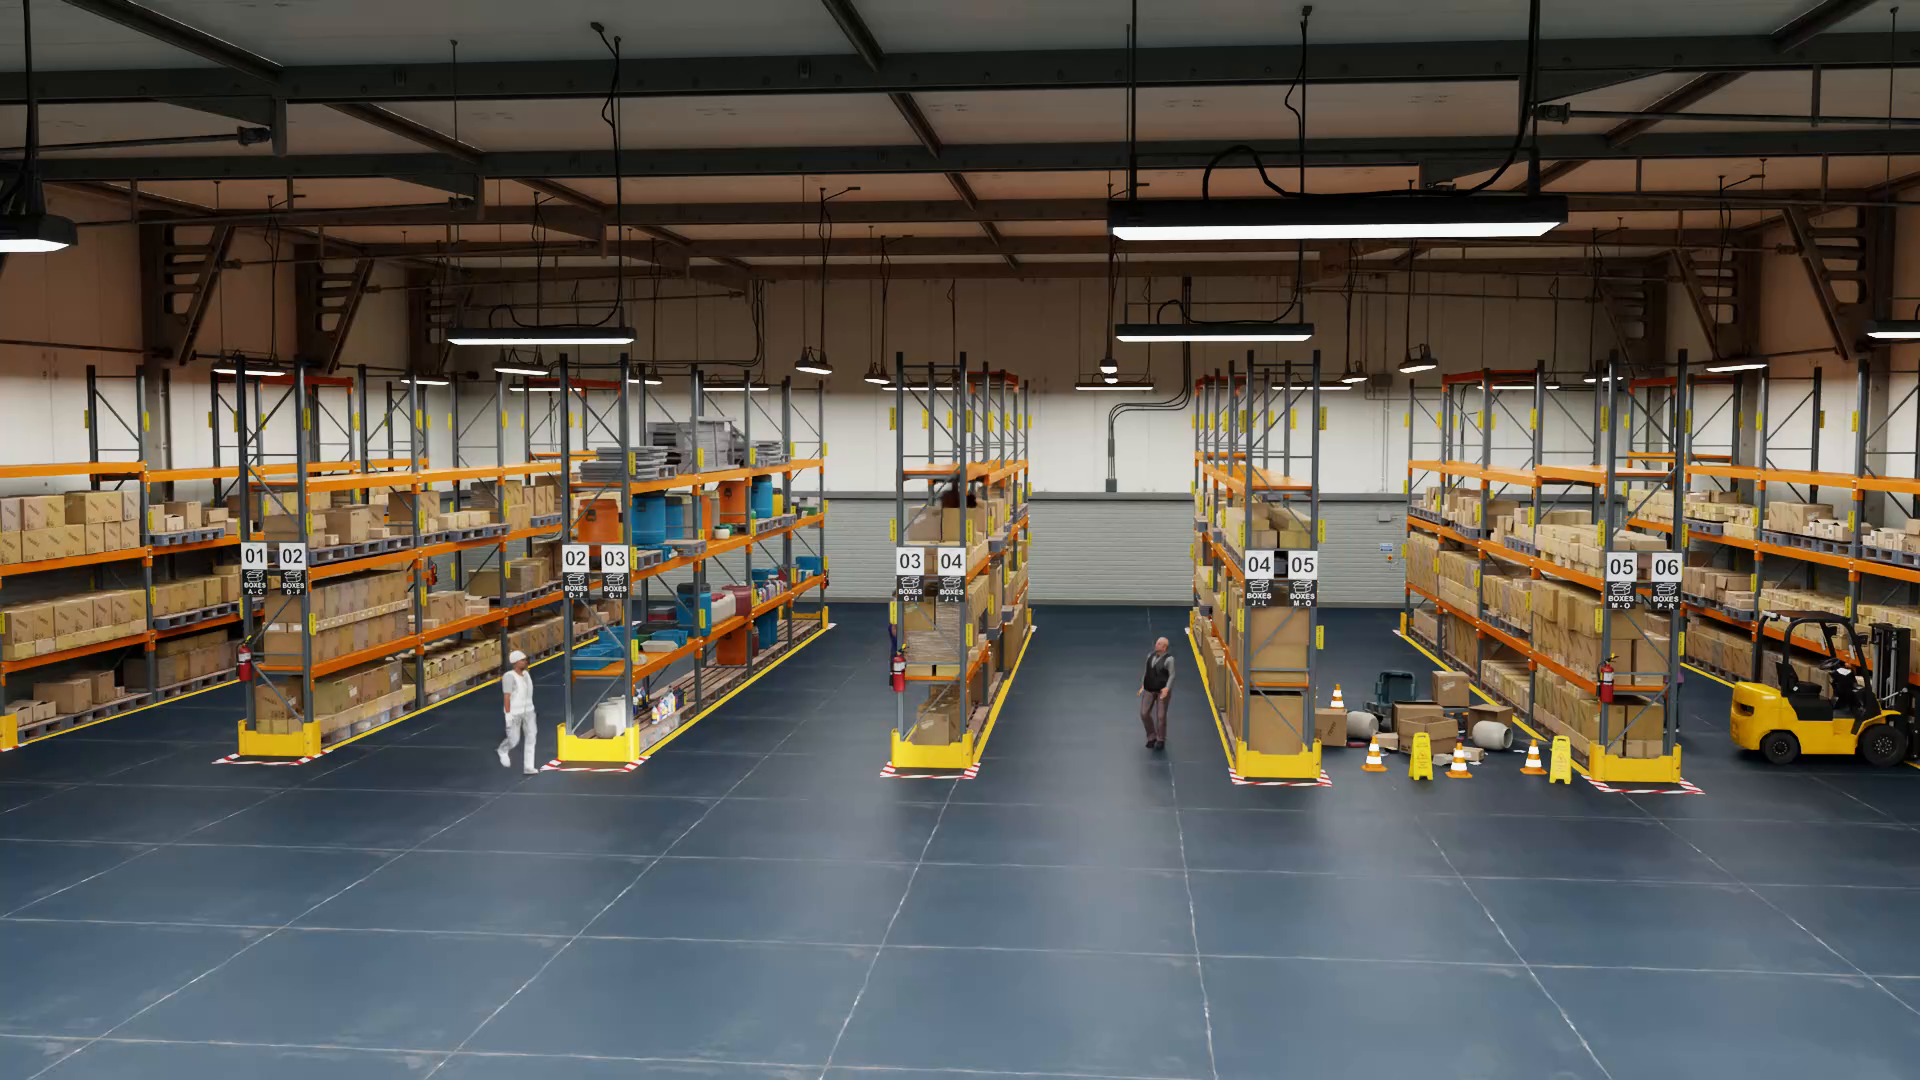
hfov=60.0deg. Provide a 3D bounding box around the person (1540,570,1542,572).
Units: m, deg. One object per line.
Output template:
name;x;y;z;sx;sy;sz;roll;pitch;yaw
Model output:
person;13.868;1.247;40.244;0.522;1.754;0.521;0;4;2

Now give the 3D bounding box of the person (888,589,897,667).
person;-1.194;1.800;33.566;0.499;1.667;0.503;1;4;18

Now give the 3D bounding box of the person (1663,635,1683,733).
person;11.467;2.309;26.820;0.344;1.603;0.475;3;5;33

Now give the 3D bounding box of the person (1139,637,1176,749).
person;2.986;2.379;25.417;0.655;1.782;0.618;2;5;26

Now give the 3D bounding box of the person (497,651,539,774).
person;-6.297;2.441;23.656;0.599;1.759;0.762;-4;6;-43
